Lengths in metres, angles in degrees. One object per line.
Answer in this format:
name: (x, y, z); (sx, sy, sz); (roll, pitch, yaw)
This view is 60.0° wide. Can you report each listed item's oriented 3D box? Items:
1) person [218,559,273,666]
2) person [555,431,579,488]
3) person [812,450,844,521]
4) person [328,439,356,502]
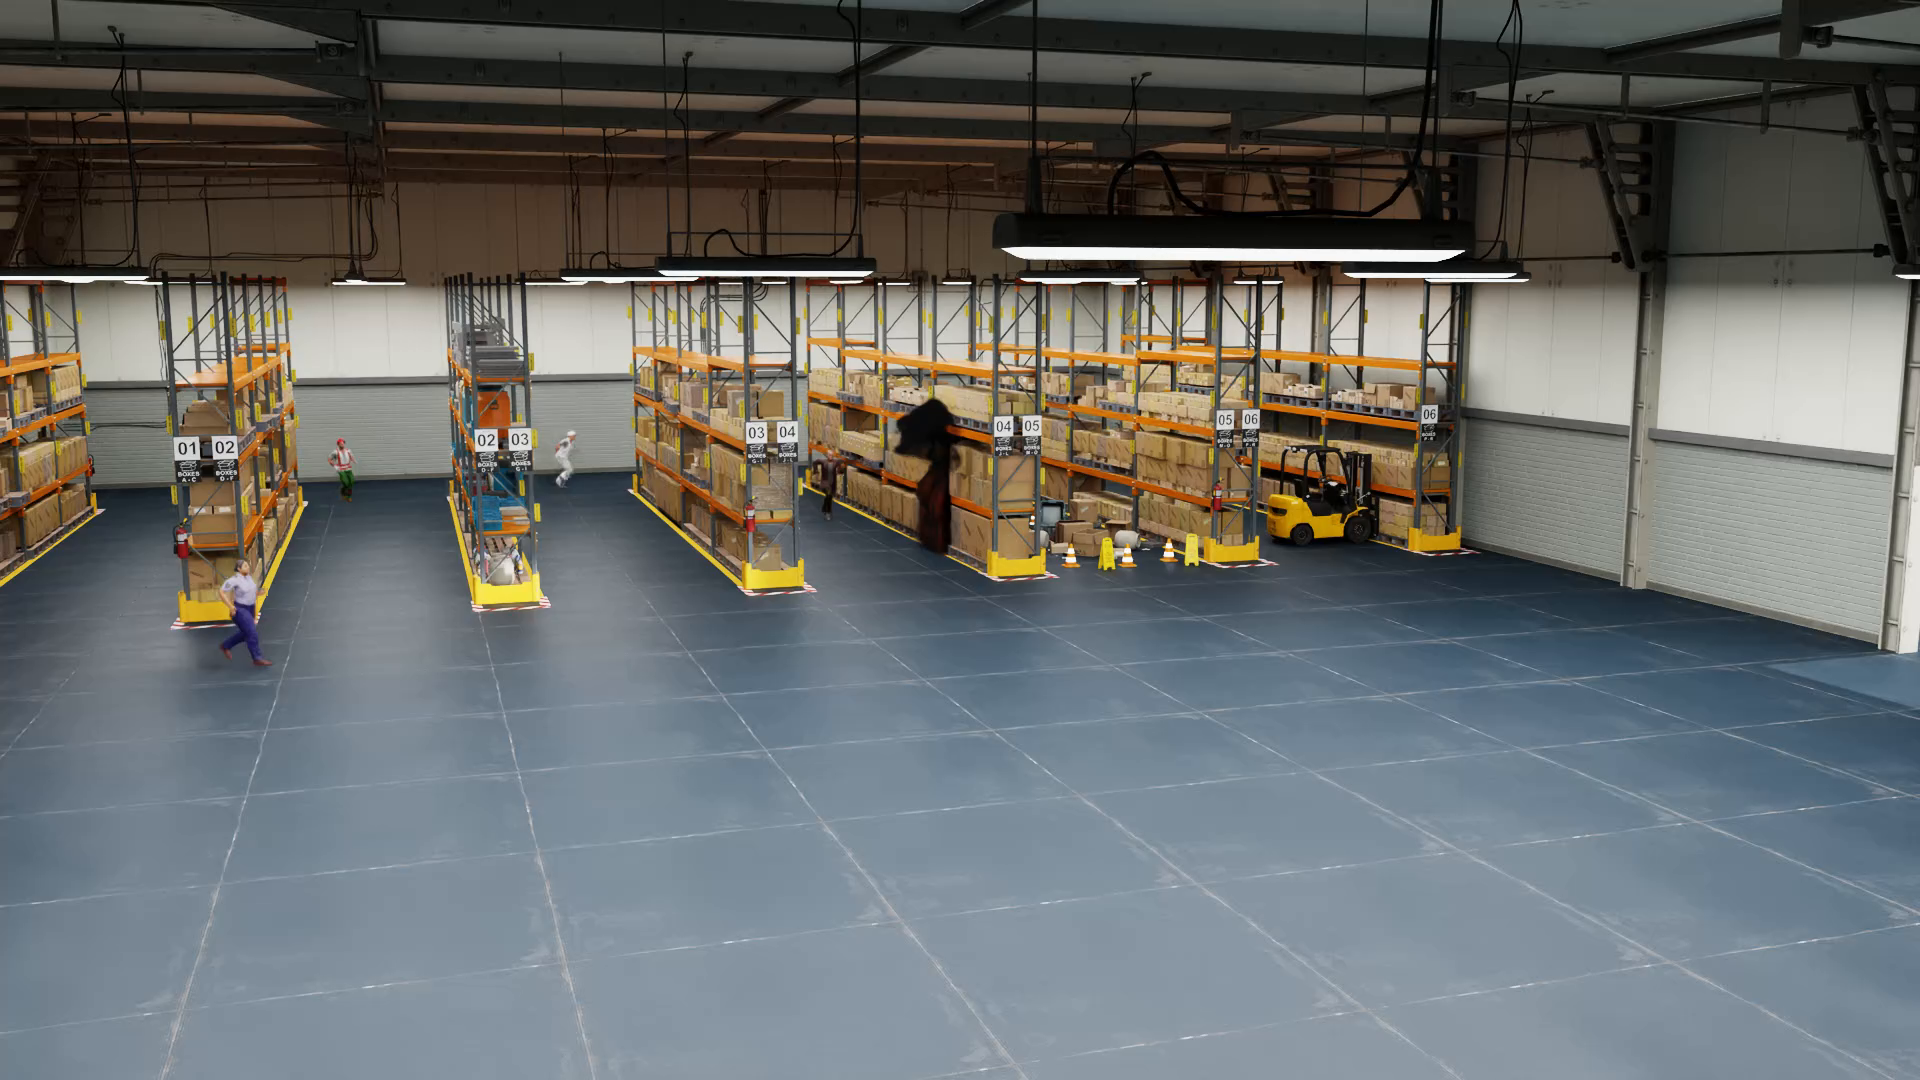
person: (-10.930, 1.098, 25.293); (0.908, 1.632, 0.592); (1, 9, 6)
person: (-11.336, -2.306, 48.005); (0.693, 1.692, 0.766); (0, 9, -1)
person: (-3.288, -1.373, 41.418); (0.694, 1.775, 1.016); (-4, 10, -25)
person: (-16.530, -1.862, 44.637); (0.612, 1.725, 0.673); (7, 11, 39)
